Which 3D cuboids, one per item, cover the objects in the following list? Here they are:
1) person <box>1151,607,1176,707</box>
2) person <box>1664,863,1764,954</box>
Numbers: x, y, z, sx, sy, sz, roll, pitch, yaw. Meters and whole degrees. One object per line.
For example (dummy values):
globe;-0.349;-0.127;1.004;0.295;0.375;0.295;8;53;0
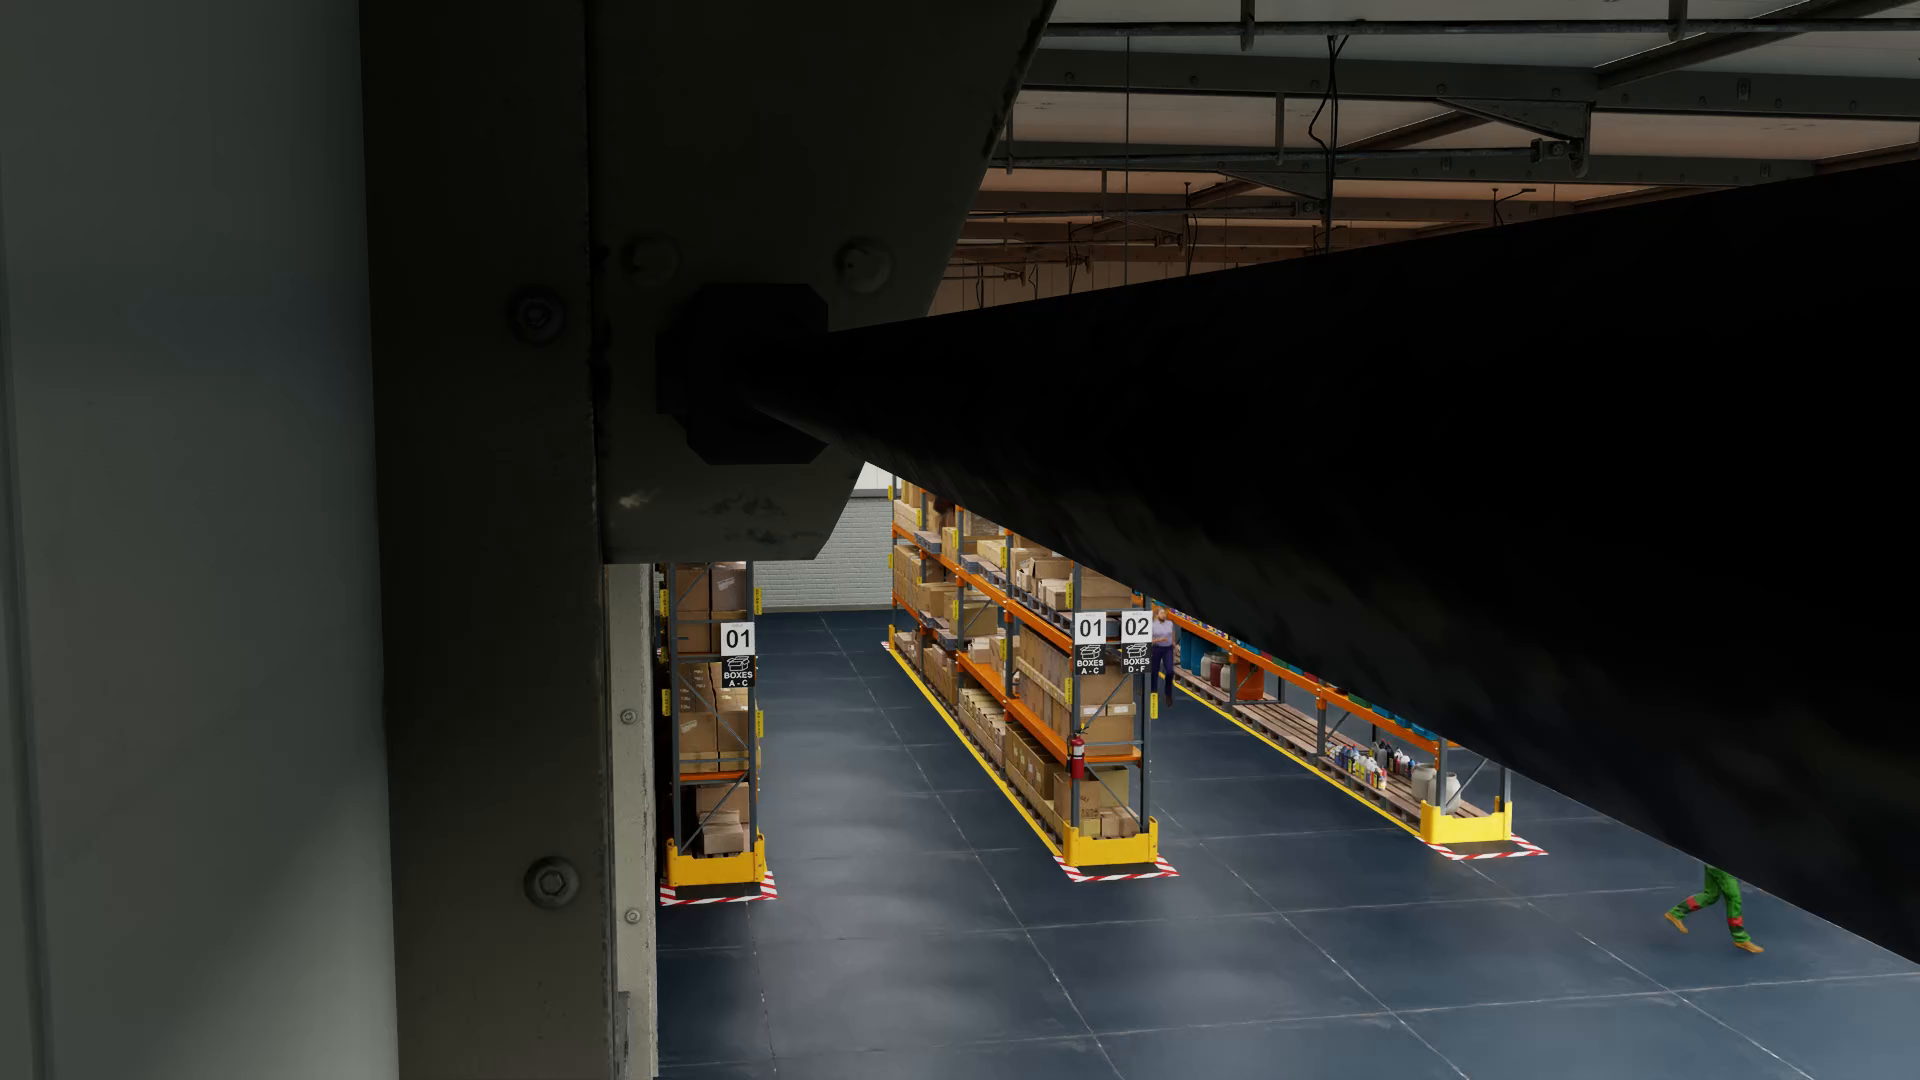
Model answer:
person;3.592;2.066;29.535;0.576;1.760;0.695;-1;6;-9
person;8.146;3.498;17.894;0.994;1.796;0.654;2;7;20
